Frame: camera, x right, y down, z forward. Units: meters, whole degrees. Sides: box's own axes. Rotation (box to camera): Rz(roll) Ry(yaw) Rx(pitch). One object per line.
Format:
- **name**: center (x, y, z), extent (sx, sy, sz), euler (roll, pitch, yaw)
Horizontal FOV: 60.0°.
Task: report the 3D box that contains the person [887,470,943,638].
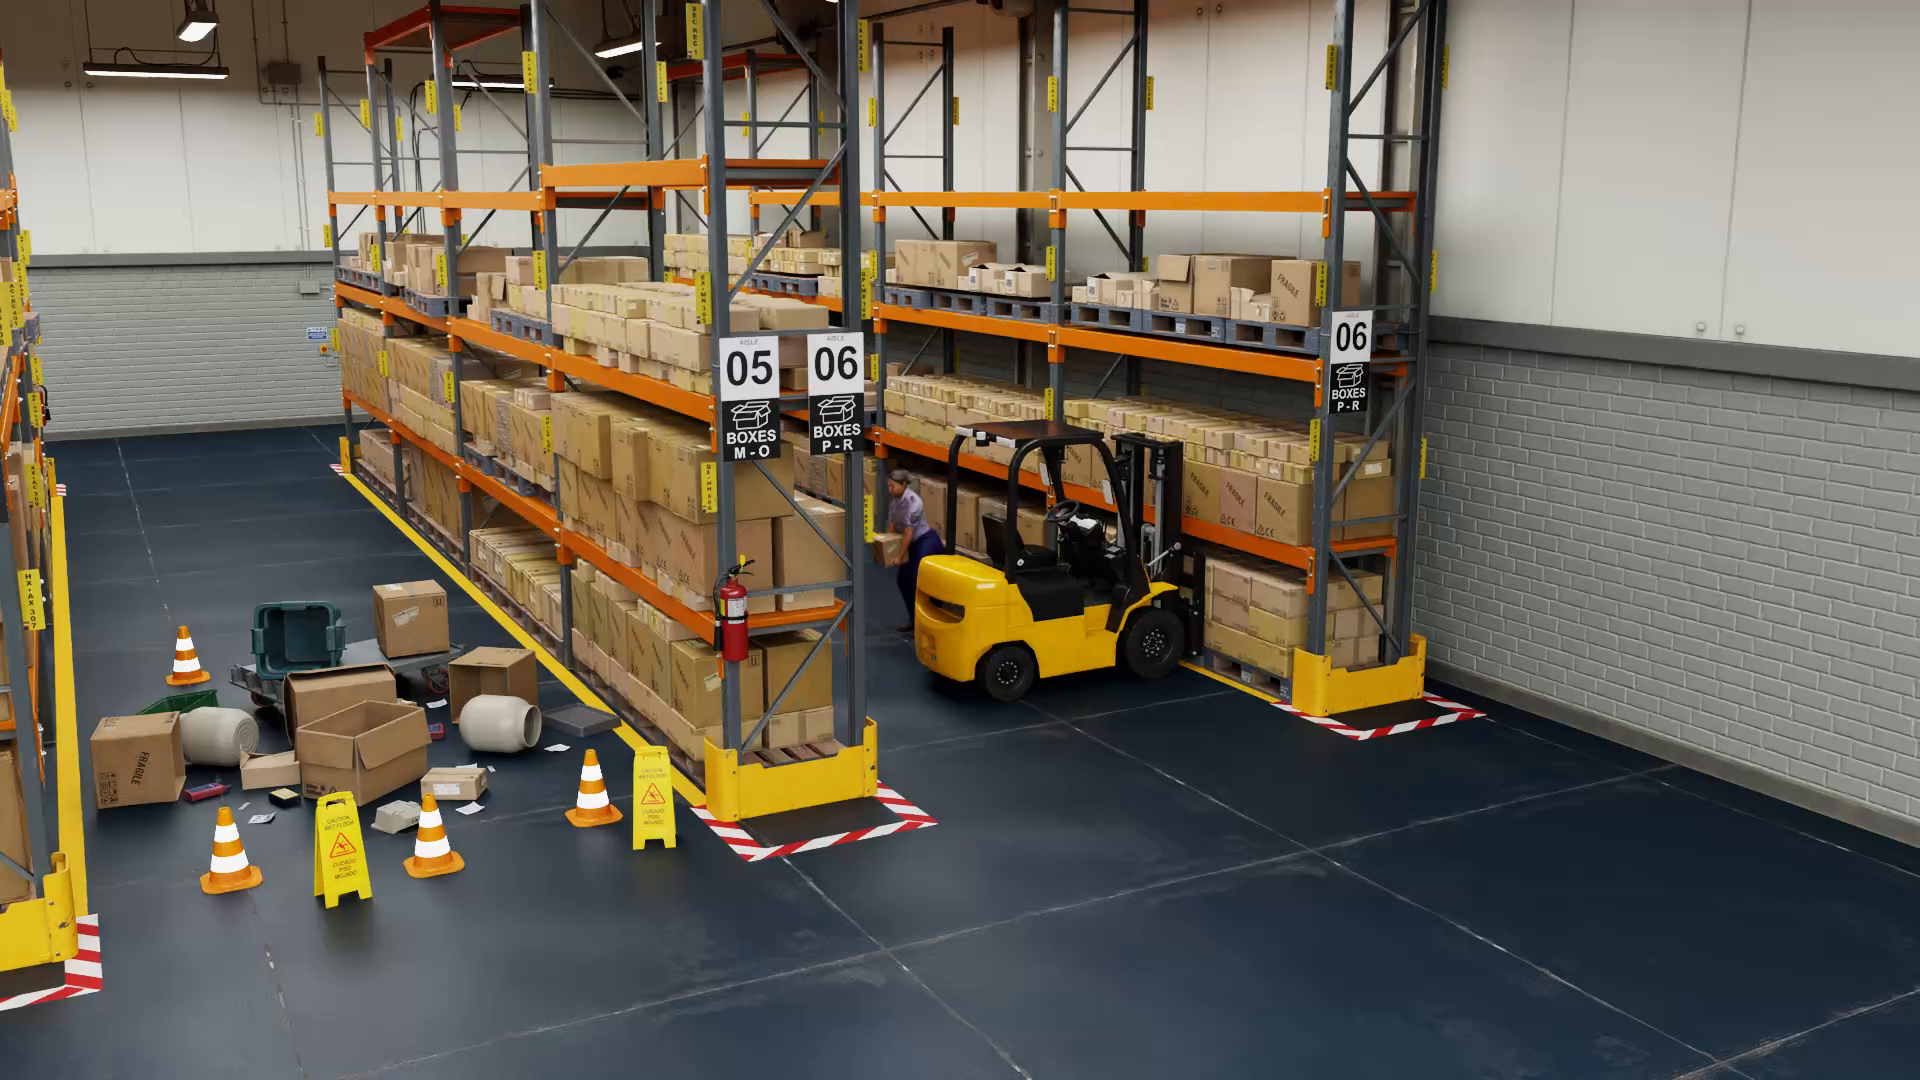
- **person**: center (-0.466, 0.114, 15.617), extent (0.583, 1.588, 0.441), euler (-7, 13, -29)
